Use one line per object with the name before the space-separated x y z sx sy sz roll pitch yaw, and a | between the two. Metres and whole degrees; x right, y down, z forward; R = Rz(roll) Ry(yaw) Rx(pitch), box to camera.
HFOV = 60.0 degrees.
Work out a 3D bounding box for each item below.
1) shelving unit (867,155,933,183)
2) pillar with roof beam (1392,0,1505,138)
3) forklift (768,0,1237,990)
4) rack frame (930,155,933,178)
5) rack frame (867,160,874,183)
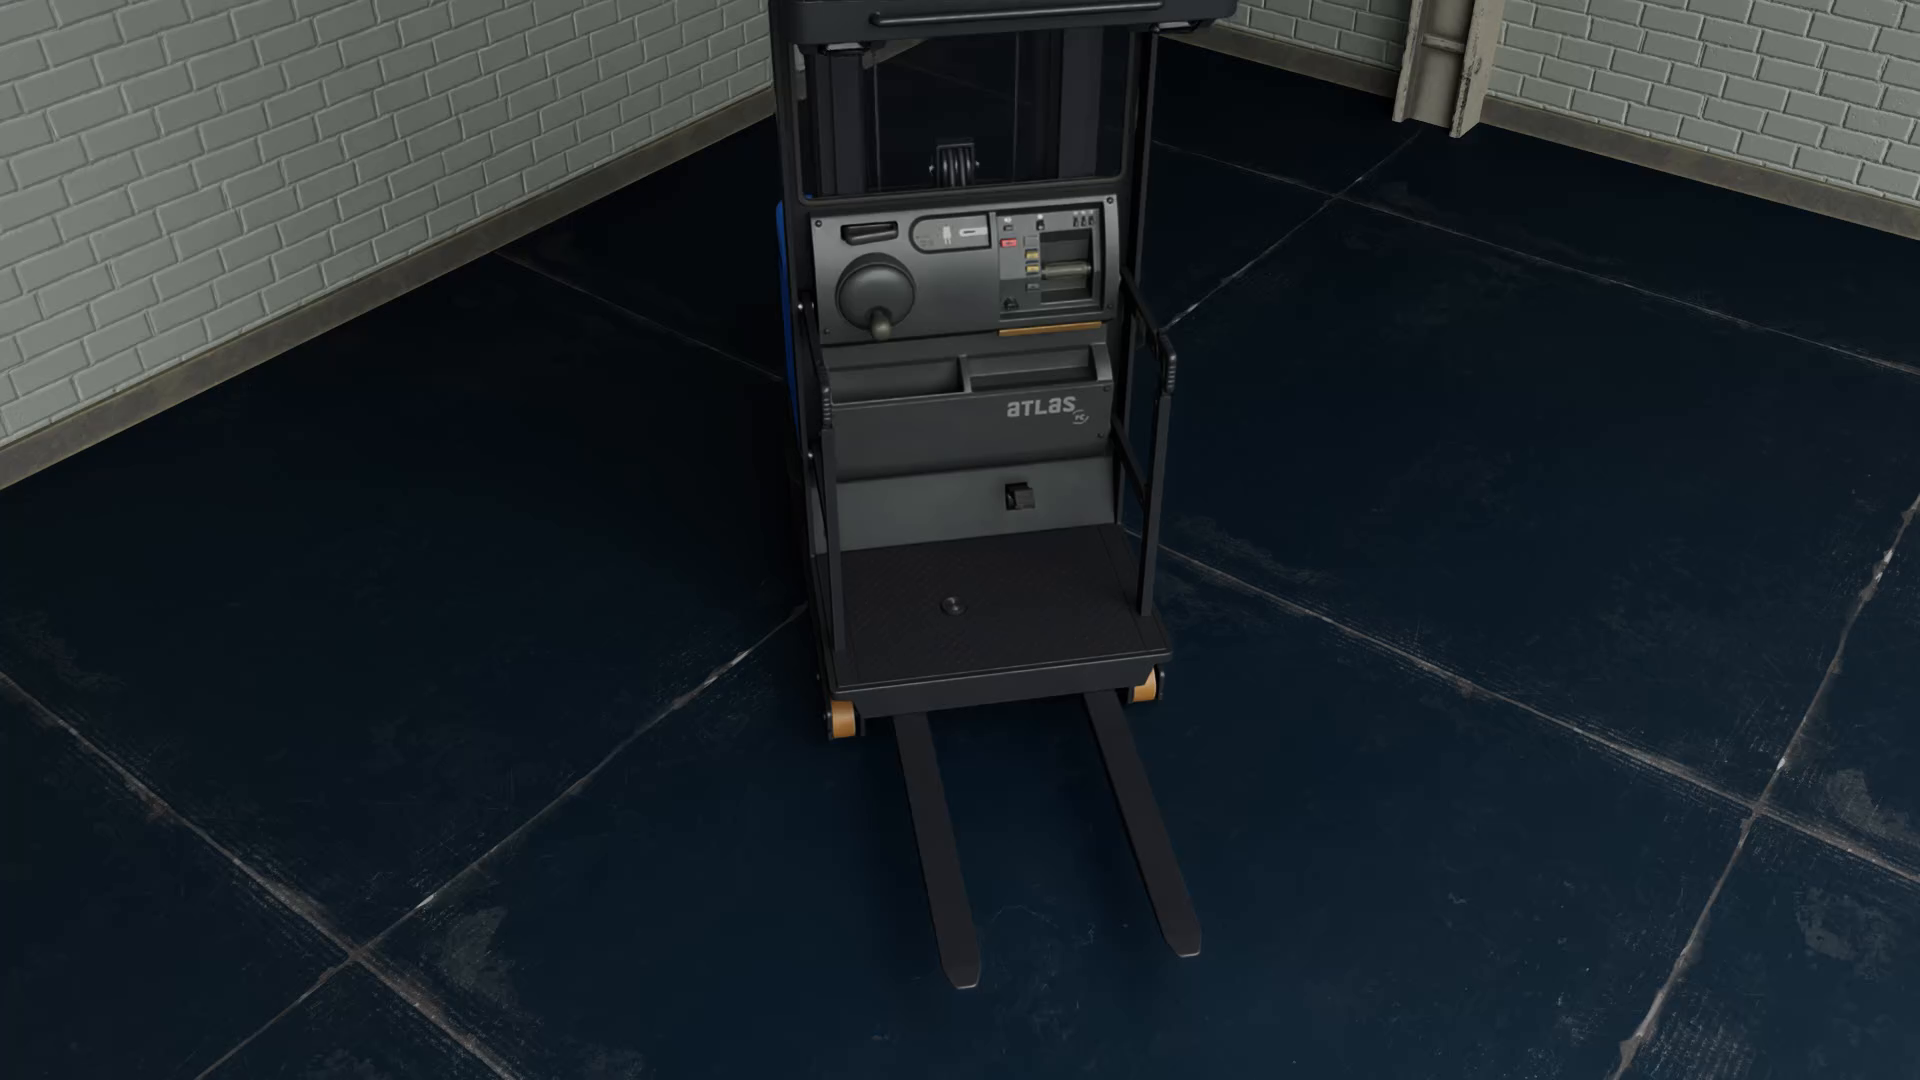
shelving unit | -0.218 -1.005 6.682 0.252 1.050 0.215 -6 38 -8
pillar with roof beam | 0.027 -3.767 3.762 0.400 9.000 9.100 25 45 29
forklift | 0.060 -0.751 4.831 1.130 2.935 3.031 -6 38 -8
rack frame | -0.098 -1.018 6.699 0.008 1.050 0.200 -6 38 -8
rack frame | -0.338 -0.992 6.666 0.008 1.050 0.200 -6 38 -8
